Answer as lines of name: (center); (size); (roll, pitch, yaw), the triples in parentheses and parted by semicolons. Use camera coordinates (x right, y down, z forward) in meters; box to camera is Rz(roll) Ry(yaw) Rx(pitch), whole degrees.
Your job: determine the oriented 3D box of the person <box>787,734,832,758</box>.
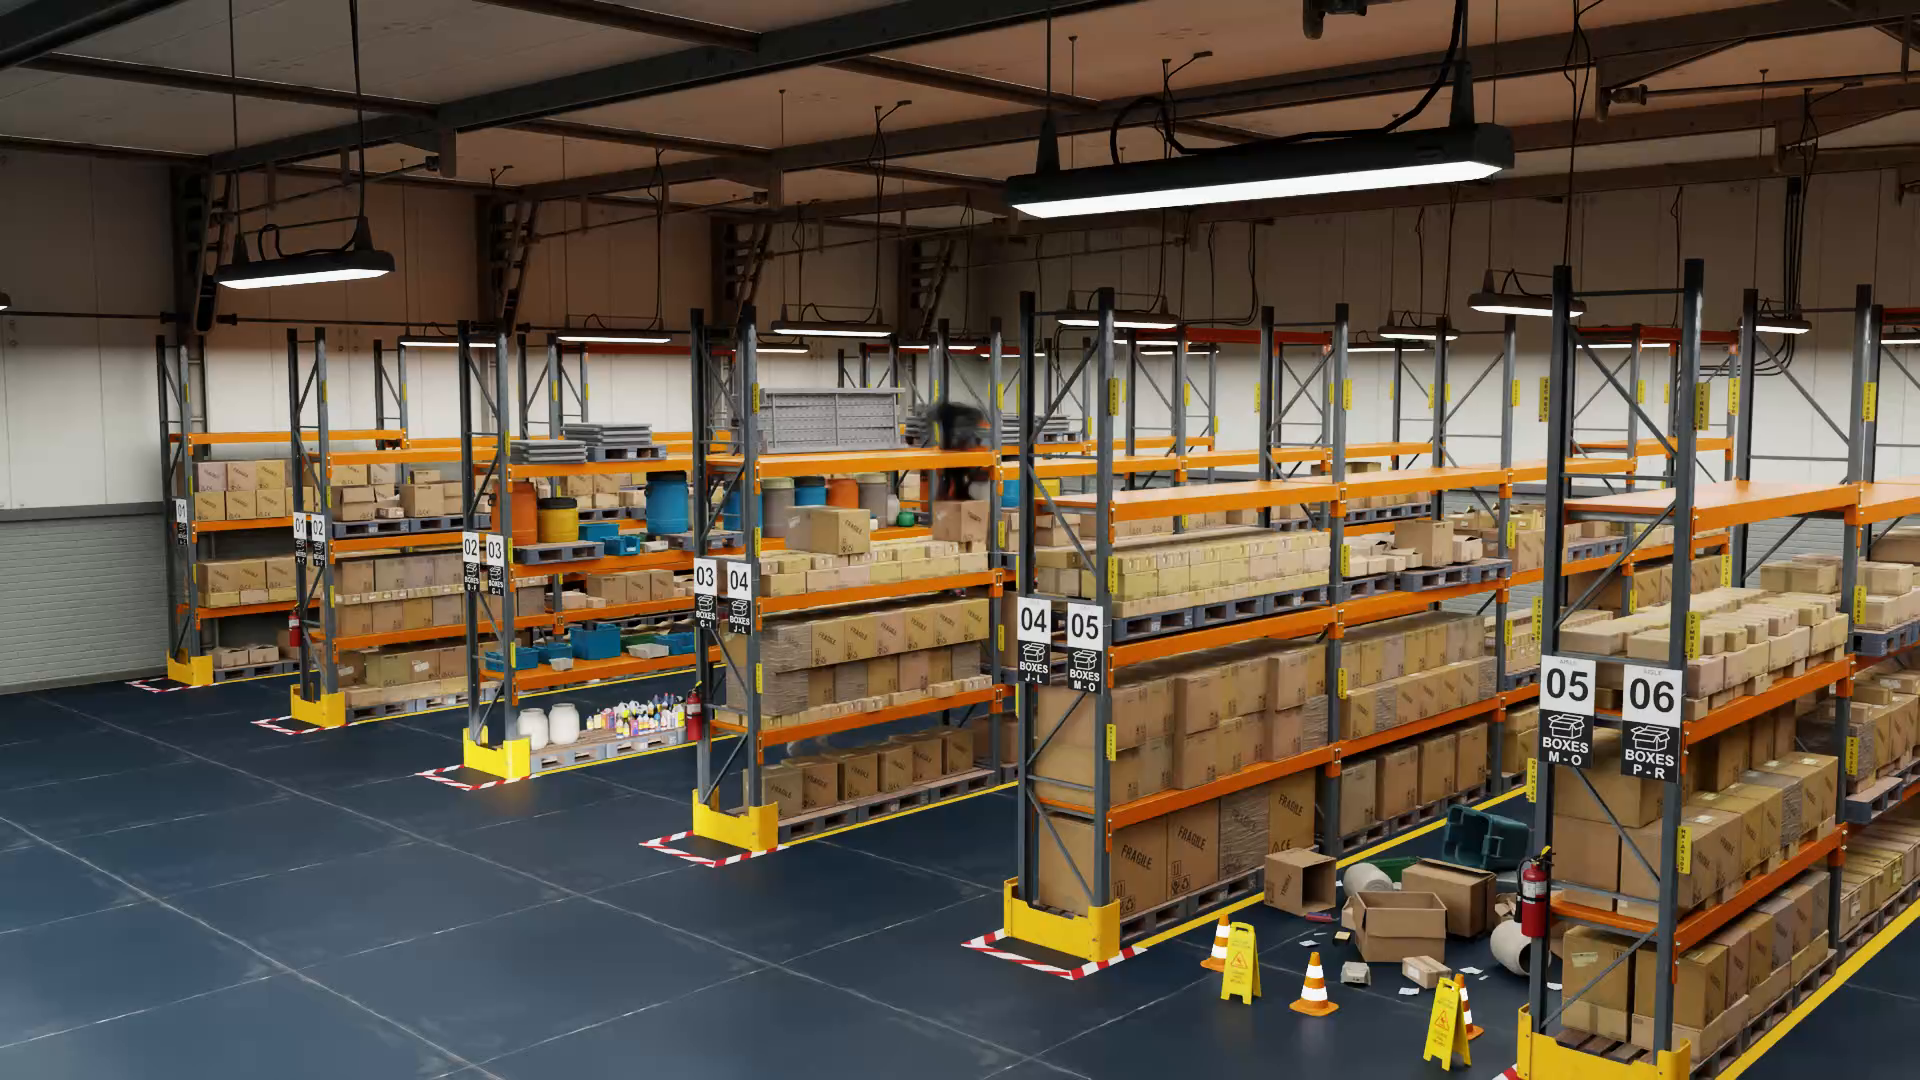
person: (-1.981, 2.309, 21.471); (0.712, 1.703, 0.928); (2, 6, 19)
